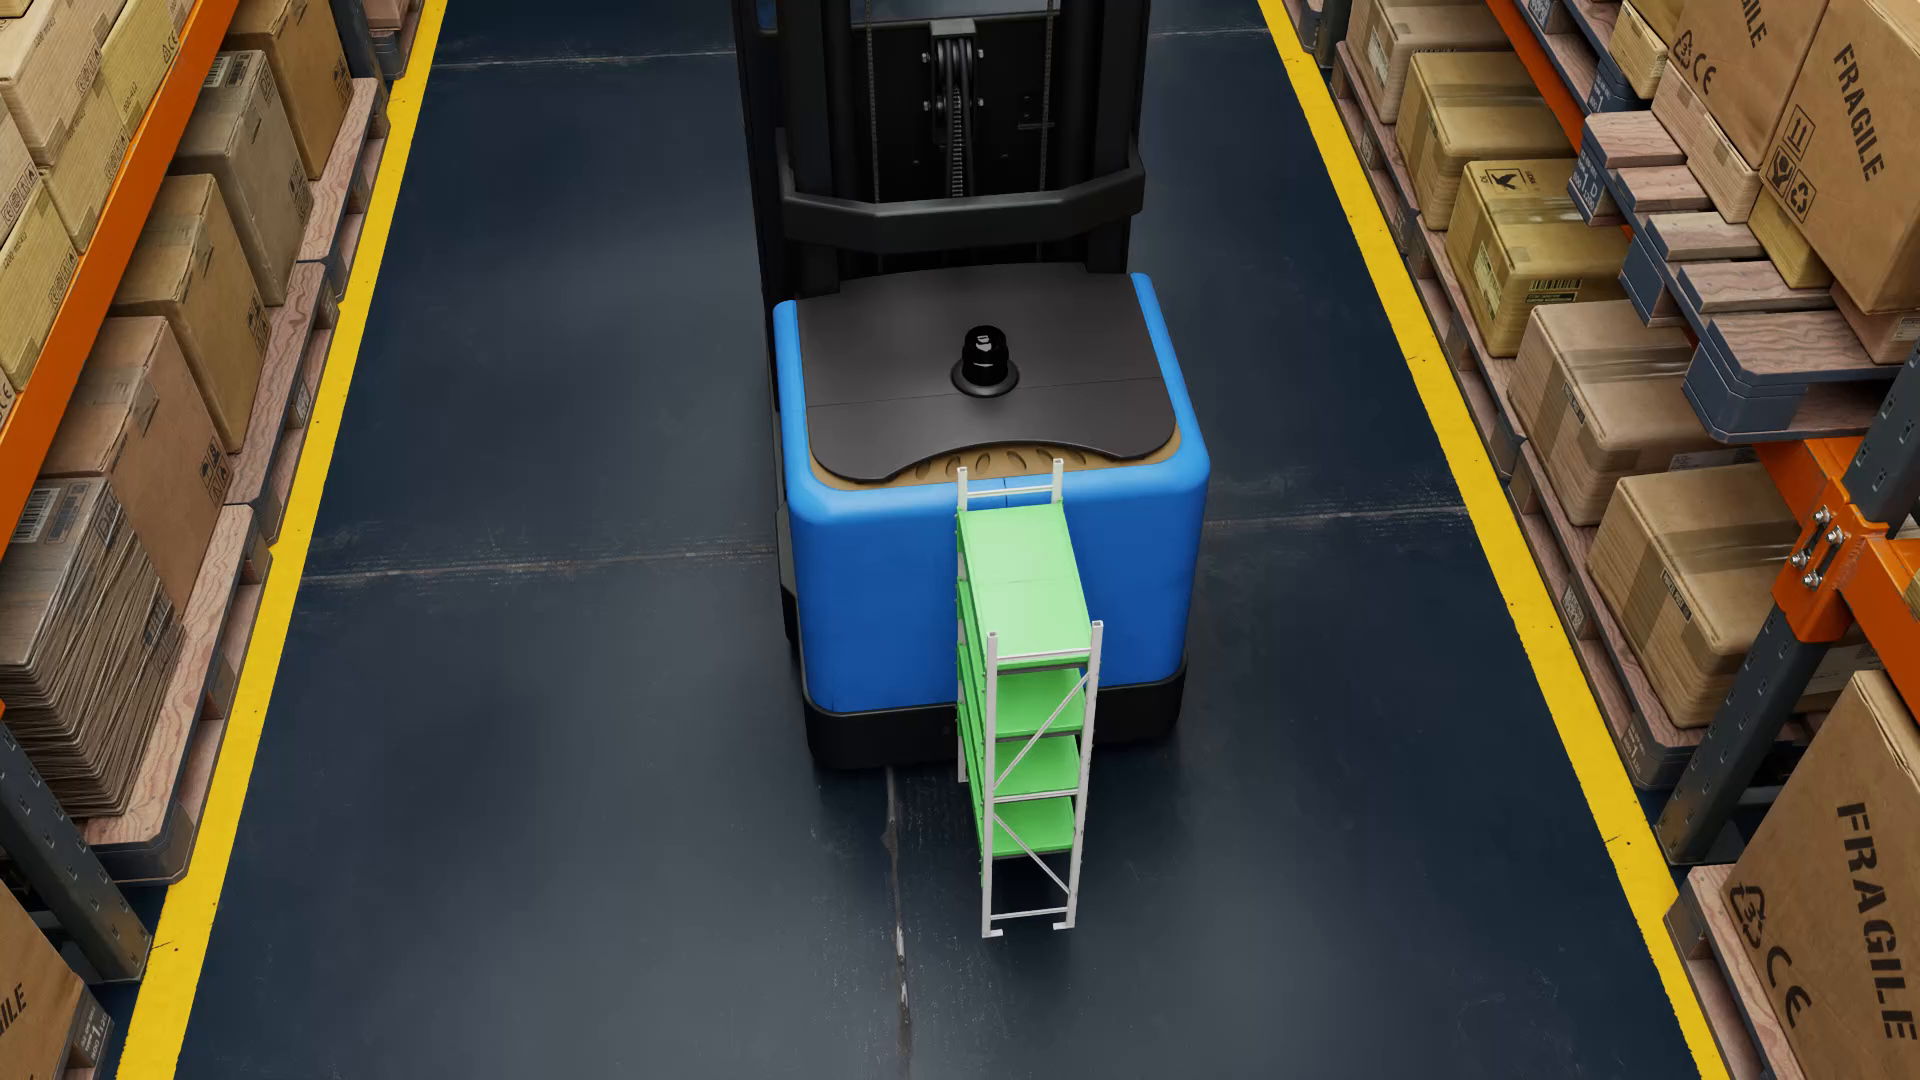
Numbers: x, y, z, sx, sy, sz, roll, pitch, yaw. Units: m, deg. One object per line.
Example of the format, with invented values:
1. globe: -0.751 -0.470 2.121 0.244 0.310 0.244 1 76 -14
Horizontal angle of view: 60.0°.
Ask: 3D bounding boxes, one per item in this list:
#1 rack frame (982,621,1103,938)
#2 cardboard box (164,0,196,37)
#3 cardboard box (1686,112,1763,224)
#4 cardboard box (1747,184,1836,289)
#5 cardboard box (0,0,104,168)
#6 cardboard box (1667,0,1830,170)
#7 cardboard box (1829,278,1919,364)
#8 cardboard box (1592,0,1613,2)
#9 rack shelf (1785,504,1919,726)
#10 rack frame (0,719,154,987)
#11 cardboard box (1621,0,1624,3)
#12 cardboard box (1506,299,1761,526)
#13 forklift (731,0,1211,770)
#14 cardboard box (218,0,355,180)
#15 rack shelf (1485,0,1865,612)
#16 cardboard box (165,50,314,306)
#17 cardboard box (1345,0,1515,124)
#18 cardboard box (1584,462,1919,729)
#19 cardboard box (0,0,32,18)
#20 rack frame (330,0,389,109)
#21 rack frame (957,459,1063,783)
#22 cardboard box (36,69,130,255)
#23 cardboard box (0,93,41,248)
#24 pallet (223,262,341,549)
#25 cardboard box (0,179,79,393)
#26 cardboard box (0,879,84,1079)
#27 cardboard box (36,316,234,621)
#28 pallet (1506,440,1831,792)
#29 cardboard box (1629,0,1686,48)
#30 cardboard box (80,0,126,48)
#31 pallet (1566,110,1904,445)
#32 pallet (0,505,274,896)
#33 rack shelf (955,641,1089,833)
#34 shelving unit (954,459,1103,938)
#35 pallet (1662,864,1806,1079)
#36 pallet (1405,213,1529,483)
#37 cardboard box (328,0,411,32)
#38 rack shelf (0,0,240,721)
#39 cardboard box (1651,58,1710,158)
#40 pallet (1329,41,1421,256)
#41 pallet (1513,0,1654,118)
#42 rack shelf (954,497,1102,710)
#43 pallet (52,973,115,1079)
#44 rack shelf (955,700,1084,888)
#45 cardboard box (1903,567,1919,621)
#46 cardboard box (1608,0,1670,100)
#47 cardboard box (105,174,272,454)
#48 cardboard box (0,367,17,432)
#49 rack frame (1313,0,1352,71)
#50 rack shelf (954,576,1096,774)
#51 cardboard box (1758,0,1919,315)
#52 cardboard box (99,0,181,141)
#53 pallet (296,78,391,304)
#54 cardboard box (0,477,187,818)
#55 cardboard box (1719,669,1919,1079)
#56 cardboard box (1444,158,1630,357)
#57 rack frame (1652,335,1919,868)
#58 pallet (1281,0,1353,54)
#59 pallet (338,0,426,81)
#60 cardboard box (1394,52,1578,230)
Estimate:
1. rack frame: 0.175 0.596 3.860 0.240 1.200 0.015 -5 47 -5
2. cardboard box: -2.540 -1.699 4.897 0.500 0.250 0.500 -3 47 -3
3. cardboard box: 1.957 -0.885 3.906 0.380 0.149 0.250 -4 47 -4
4. cardboard box: 2.023 -0.705 3.736 0.380 0.149 0.250 -3 47 -3
5. cardboard box: -2.427 -1.129 4.012 0.500 0.250 0.500 -5 47 -4
6. cardboard box: 2.010 -1.201 3.759 0.500 0.500 0.500 -4 47 -4
7. cardboard box: 2.118 -0.515 3.556 0.380 0.149 0.250 -2 47 -2
8. cardboard box: 1.909 -1.632 4.613 0.380 0.149 0.250 -5 47 -5
9. rack shelf: 2.547 1.460 2.297 1.077 0.370 4.000 -3 47 -3
10. rack frame: -2.566 0.070 3.118 1.000 3.000 0.127 -3 47 -3
11. cardboard box: 2.012 -1.455 4.446 0.380 0.149 0.250 -3 47 -3
12. cardboard box: 2.272 -0.418 5.101 0.950 0.372 0.625 -4 47 -4
13. forklift: -0.078 -1.458 4.612 1.130 2.935 3.031 -5 47 -5
14. cardboard box: -2.846 -1.775 6.212 0.875 0.625 0.625 -2 47 -2
15. rack shelf: 2.212 -1.434 5.038 1.077 0.370 4.000 -3 47 -3
16. cardboard box: -2.789 -1.213 5.679 0.875 0.625 0.625 -4 47 -4
17. cardboard box: 2.091 -1.990 6.589 0.950 0.372 0.625 -3 47 -3
18. cardboard box: 2.342 0.115 4.596 0.950 0.372 0.625 -6 47 -6
19. cardboard box: -2.418 -1.369 3.965 0.380 0.149 0.250 -3 47 -2
20. rack frame: -2.901 -2.824 5.859 1.000 3.000 0.127 -3 47 -3
21. rack frame: 0.114 0.244 4.192 0.240 1.200 0.015 -5 47 -5
22. cardboard box: -2.447 -0.951 4.188 0.500 0.250 0.500 -5 47 -5
23. cardboard box: -2.401 -0.749 3.652 0.500 0.250 0.500 -2 47 -2
24. pallet: -2.695 -0.450 5.531 1.003 0.211 1.213 -3 47 -3
25. cardboard box: -2.397 -0.579 3.835 0.500 0.250 0.500 -4 47 -4
26. cardboard box: -2.317 1.078 3.596 0.500 0.500 0.500 -2 47 -2
27. cardboard box: -2.668 -0.182 4.703 0.875 0.625 0.625 -2 47 -2
28. pallet: 2.316 0.159 4.954 1.003 0.211 1.213 -3 47 -3
29. cardboard box: 1.967 -1.566 4.104 0.500 0.500 0.500 -6 47 -6
30. cardboard box: -2.495 -1.497 4.360 0.500 0.250 0.500 -3 47 -3
31. pallet: 2.214 -0.678 3.958 1.213 0.211 1.003 -3 47 -3
32. pallet: -2.596 0.431 4.697 1.003 0.211 1.213 -3 47 -3
33. rack shelf: 0.145 0.464 4.072 0.258 0.148 0.480 -5 47 -5
34. shelving unit: 0.145 0.420 4.026 0.258 1.200 0.503 -5 47 -5
35. pallet: 2.370 1.299 3.874 1.003 0.211 1.213 -3 47 -3
36. pallet: 2.217 -0.722 5.788 1.003 0.211 1.213 -3 47 -3
37. cardboard box: -2.612 -2.393 7.055 0.500 0.250 0.500 -3 47 -3
38. rack shelf: -2.734 -1.130 4.750 1.077 0.370 4.000 -3 47 -3
39. cardboard box: 1.944 -1.067 4.079 0.380 0.149 0.250 -5 47 -5
40. pallet: 2.111 -1.607 6.626 1.003 0.211 1.213 -3 47 -3
41. pallet: 2.173 -1.598 4.830 1.003 0.211 1.213 -3 47 -3
42. rack shelf: 0.145 0.134 3.724 0.258 0.148 0.480 -5 47 -5
43. pallet: -2.542 1.571 3.617 1.003 0.211 1.213 -3 47 -3
44. rack shelf: 0.145 0.629 4.247 0.258 0.148 0.480 -5 47 -5
45. cardboard box: 2.170 0.186 3.111 0.500 0.250 0.500 -4 47 -4
46. cardboard box: 1.907 -1.265 4.266 0.380 0.149 0.250 -3 47 -3
47. cardboard box: -2.724 -0.669 5.164 0.875 0.625 0.625 -5 47 -5
48. cardboard box: -2.360 -0.215 3.490 0.500 0.250 0.500 -3 47 -3
49. rack frame: 2.045 -3.129 6.147 1.000 3.000 0.127 -3 47 -3
50. rack shelf: 0.145 0.299 3.898 0.258 0.148 0.480 -5 47 -5
51. cardboard box: 2.064 -0.828 3.405 0.500 0.500 0.500 -5 47 -4
52. cardboard box: -2.489 -1.326 4.543 0.500 0.250 0.500 -2 47 -2
53. pallet: -2.801 -1.335 6.369 1.003 0.211 1.213 -3 47 -3
54. cardboard box: -2.605 0.290 4.256 0.875 0.625 0.625 -2 47 -2
55. cardboard box: 2.355 0.856 3.547 0.875 0.875 0.875 -4 47 -4
56. cardboard box: 2.215 -0.967 5.621 0.950 0.372 0.625 -2 47 -2
57. rack frame: 2.380 -0.235 3.406 1.000 3.000 0.127 -3 47 -3
58. pallet: 1.953 -2.654 7.618 1.003 0.211 1.213 -3 47 -3
59. pallet: -2.926 -2.443 7.419 1.003 0.211 1.213 -3 47 -3
60. cardboard box: 2.155 -1.470 6.097 0.950 0.372 0.625 -1 47 -1
